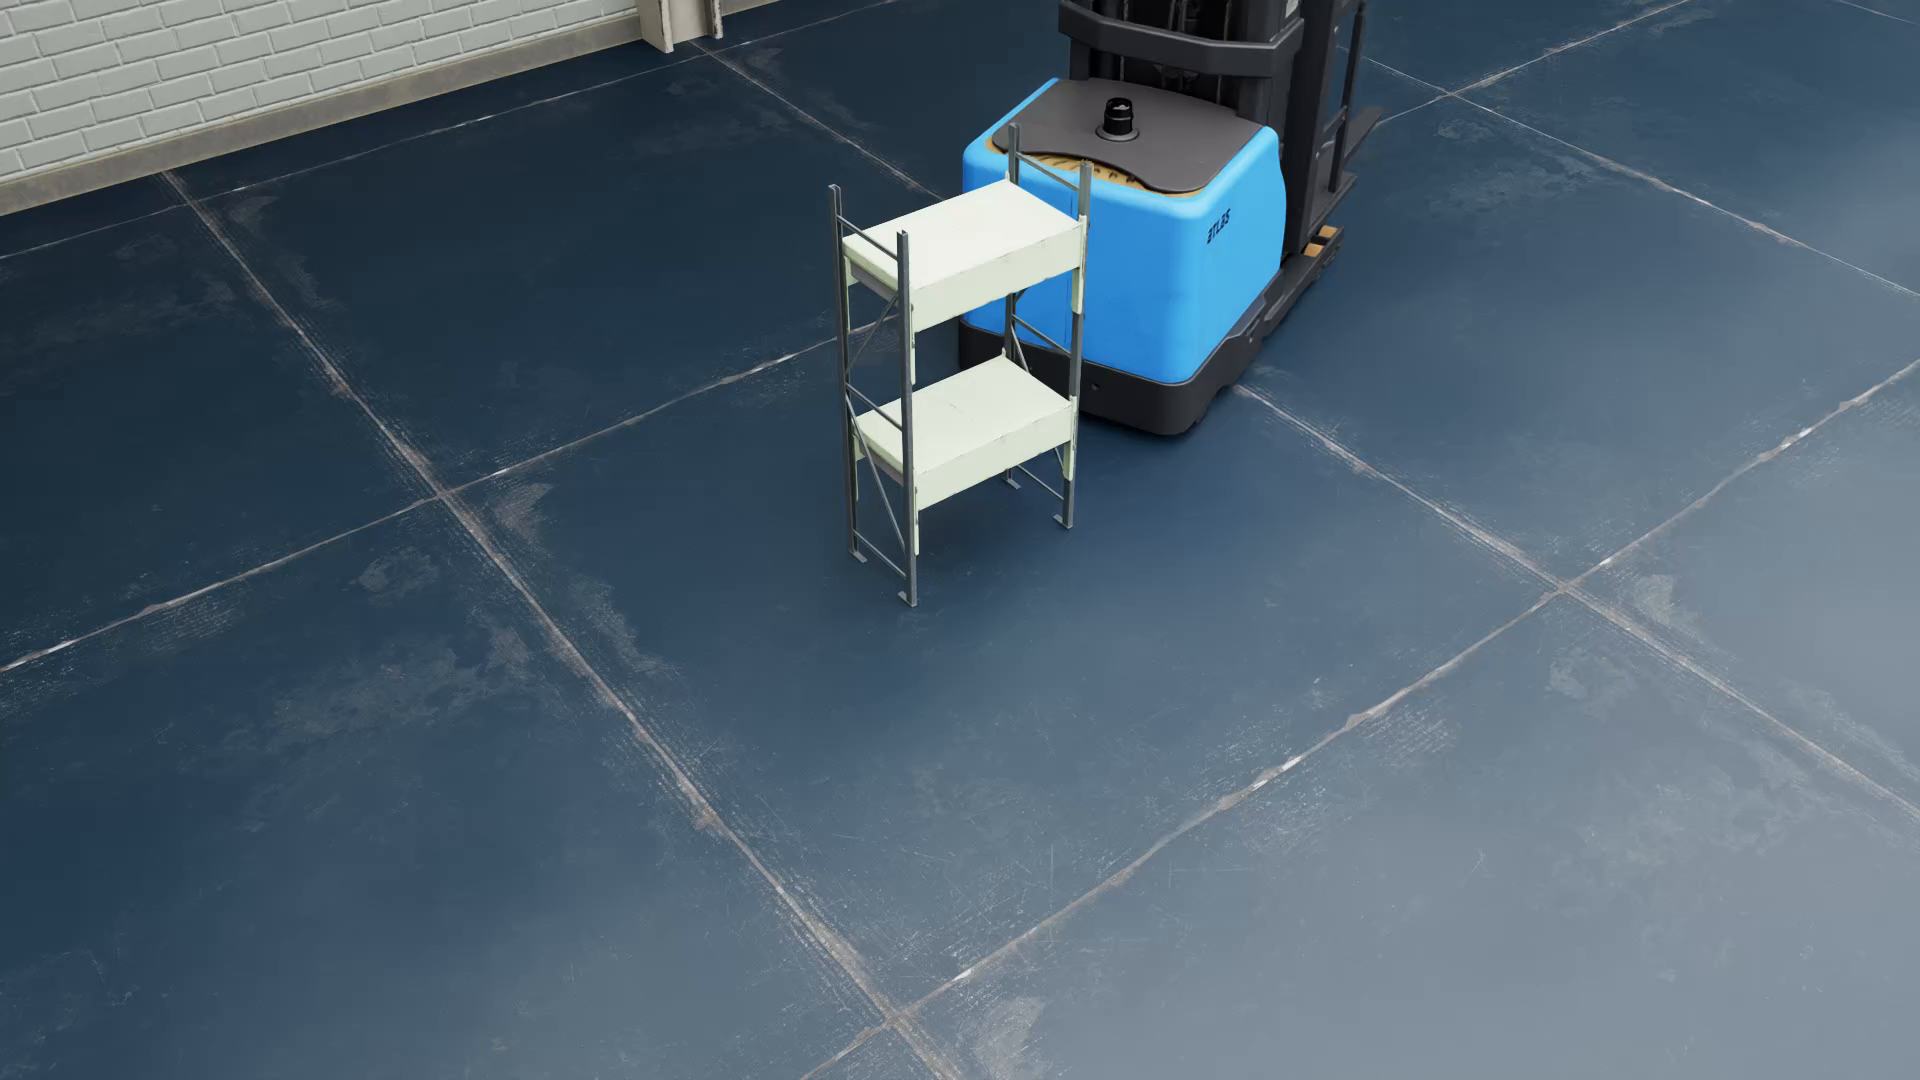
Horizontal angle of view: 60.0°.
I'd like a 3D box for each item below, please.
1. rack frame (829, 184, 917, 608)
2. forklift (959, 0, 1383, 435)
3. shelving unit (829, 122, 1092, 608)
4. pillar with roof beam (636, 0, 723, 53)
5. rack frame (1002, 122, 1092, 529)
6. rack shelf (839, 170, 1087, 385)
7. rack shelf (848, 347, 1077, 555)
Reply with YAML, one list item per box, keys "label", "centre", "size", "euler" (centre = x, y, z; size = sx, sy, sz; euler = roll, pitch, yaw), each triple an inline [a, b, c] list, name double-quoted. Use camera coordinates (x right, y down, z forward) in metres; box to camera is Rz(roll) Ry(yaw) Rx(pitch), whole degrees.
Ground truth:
- label: "rack frame"
  centre: [-0.285, -0.441, 5.605]
  size: [0.023, 1.500, 0.400]
  euler: [-26, 46, -28]
- label: "forklift"
  centre: [1.157, -2.471, 6.951]
  size: [1.130, 2.935, 3.031]
  euler: [20, 43, 22]
- label: "shelving unit"
  centre: [0.005, -0.582, 5.777]
  size: [0.755, 1.500, 0.431]
  euler: [-26, 46, -28]
- label: "pillar with roof beam"
  centre: [0.966, -4.313, 4.412]
  size: [0.400, 9.000, 9.100]
  euler: [-26, 46, -28]
- label: "rack frame"
  centre: [0.295, -0.724, 5.950]
  size: [0.023, 1.500, 0.400]
  euler: [-26, 46, -28]
- label: "rack shelf"
  centre: [0.005, -0.884, 5.530]
  size: [0.720, 0.370, 0.431]
  euler: [-26, 46, -28]
- label: "rack shelf"
  centre: [0.005, -0.330, 5.984]
  size: [0.720, 0.370, 0.431]
  euler: [-26, 46, -28]
